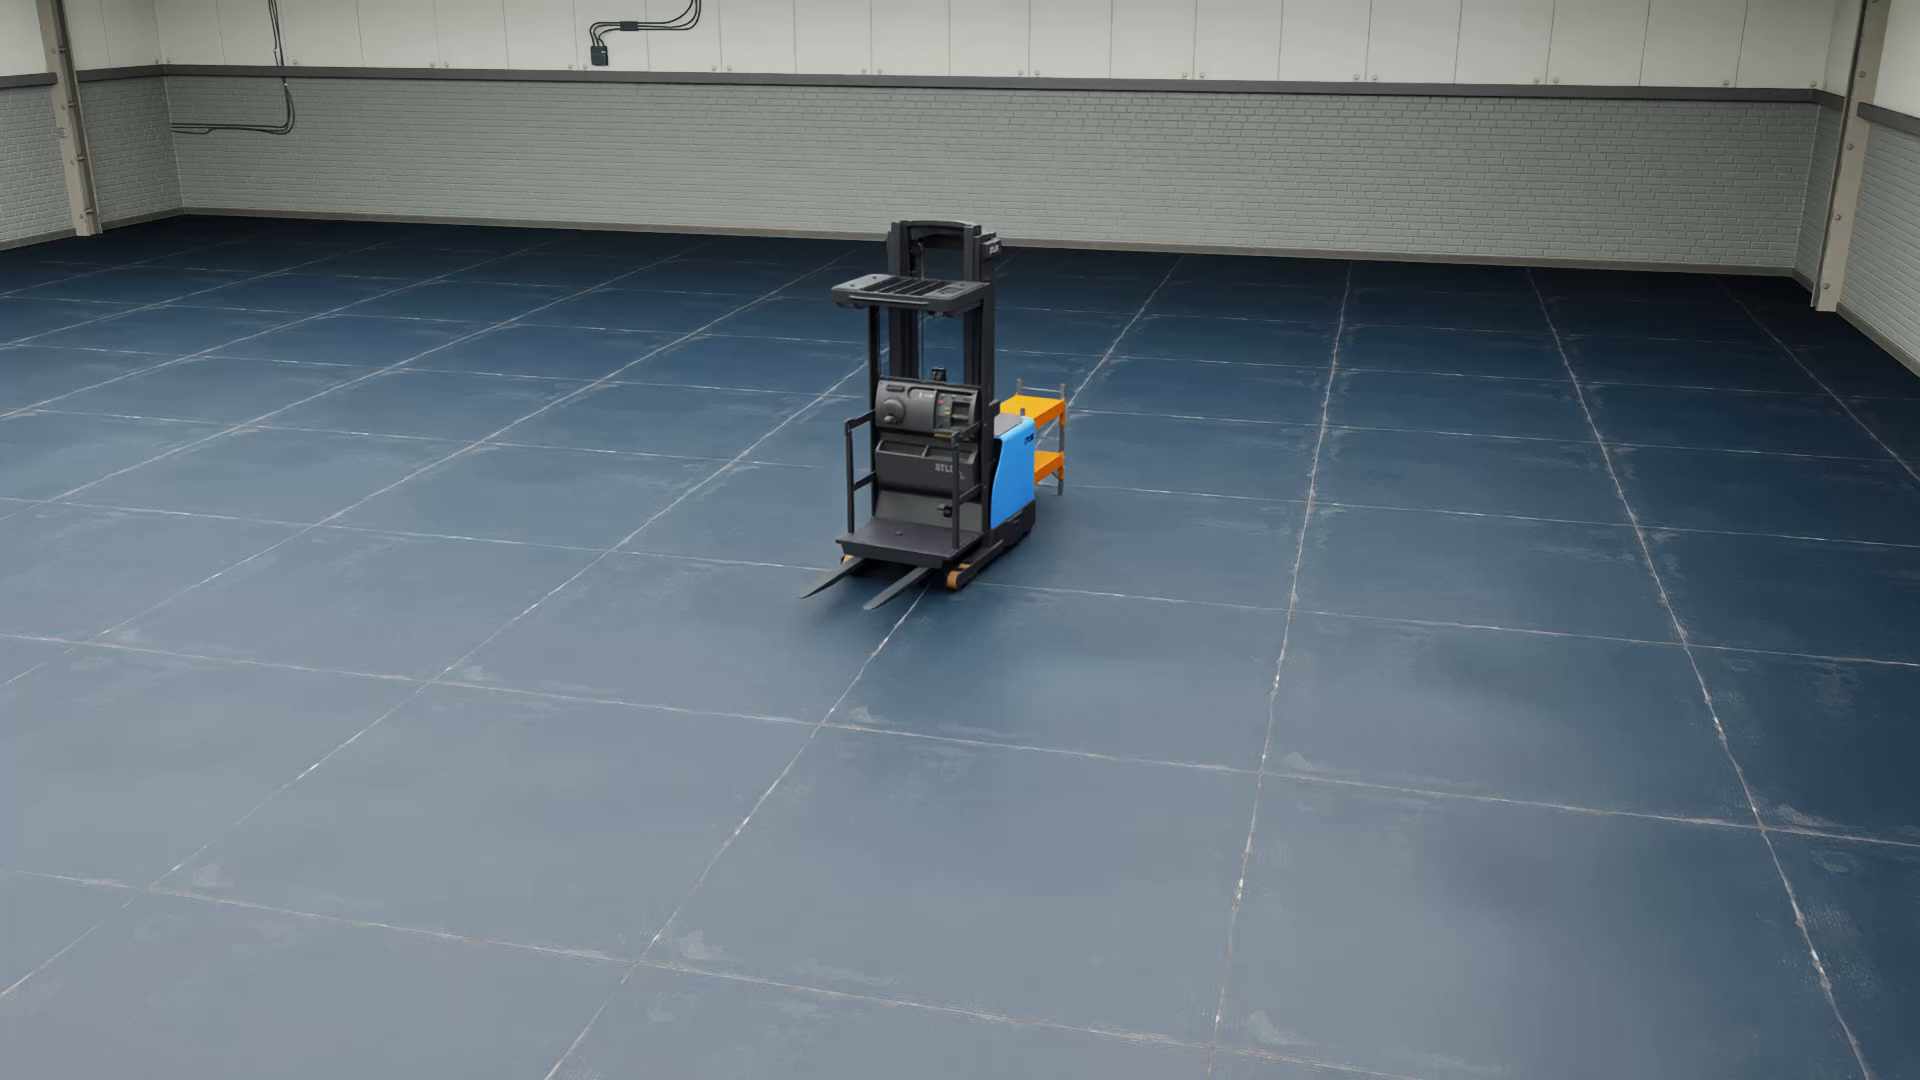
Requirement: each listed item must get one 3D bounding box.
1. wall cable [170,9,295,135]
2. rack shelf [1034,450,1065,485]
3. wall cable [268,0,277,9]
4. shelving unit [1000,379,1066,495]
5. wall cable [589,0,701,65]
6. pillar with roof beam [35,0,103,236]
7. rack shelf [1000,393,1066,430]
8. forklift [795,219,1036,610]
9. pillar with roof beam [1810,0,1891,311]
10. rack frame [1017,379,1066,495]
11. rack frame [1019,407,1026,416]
[{"bbox_3d":[-15.230,-9.659,34.347,3.097,2.526,0.112,5,19,13],"label":"wall cable"},{"bbox_3d":[0.582,-0.630,16.050,0.538,0.278,1.000,8,21,23],"label":"rack shelf"},{"bbox_3d":[-12.607,-11.835,32.905,3.097,2.526,0.112,5,19,13],"label":"wall cable"},{"bbox_3d":[0.582,-0.862,15.971,0.538,1.125,1.048,8,21,23],"label":"shelving unit"},{"bbox_3d":[-6.028,-11.983,31.086,2.305,6.003,0.169,5,19,13],"label":"wall cable"},{"bbox_3d":[-13.058,-9.969,30.452,9.100,9.000,0.400,5,19,13],"label":"pillar with roof beam"},{"bbox_3d":[0.582,-1.139,15.876,0.538,0.278,1.000,8,21,23],"label":"rack shelf"},{"bbox_3d":[-0.374,-1.123,13.942,1.130,2.935,3.031,8,21,23],"label":"forklift"},{"bbox_3d":[9.139,-8.161,25.160,9.100,9.000,0.400,5,19,13],"label":"pillar with roof beam"},{"bbox_3d":[0.793,-1.011,16.408,0.500,1.125,0.032,8,21,23],"label":"rack frame"},{"bbox_3d":[0.370,-0.712,15.533,0.500,1.125,0.032,8,21,23],"label":"rack frame"}]
